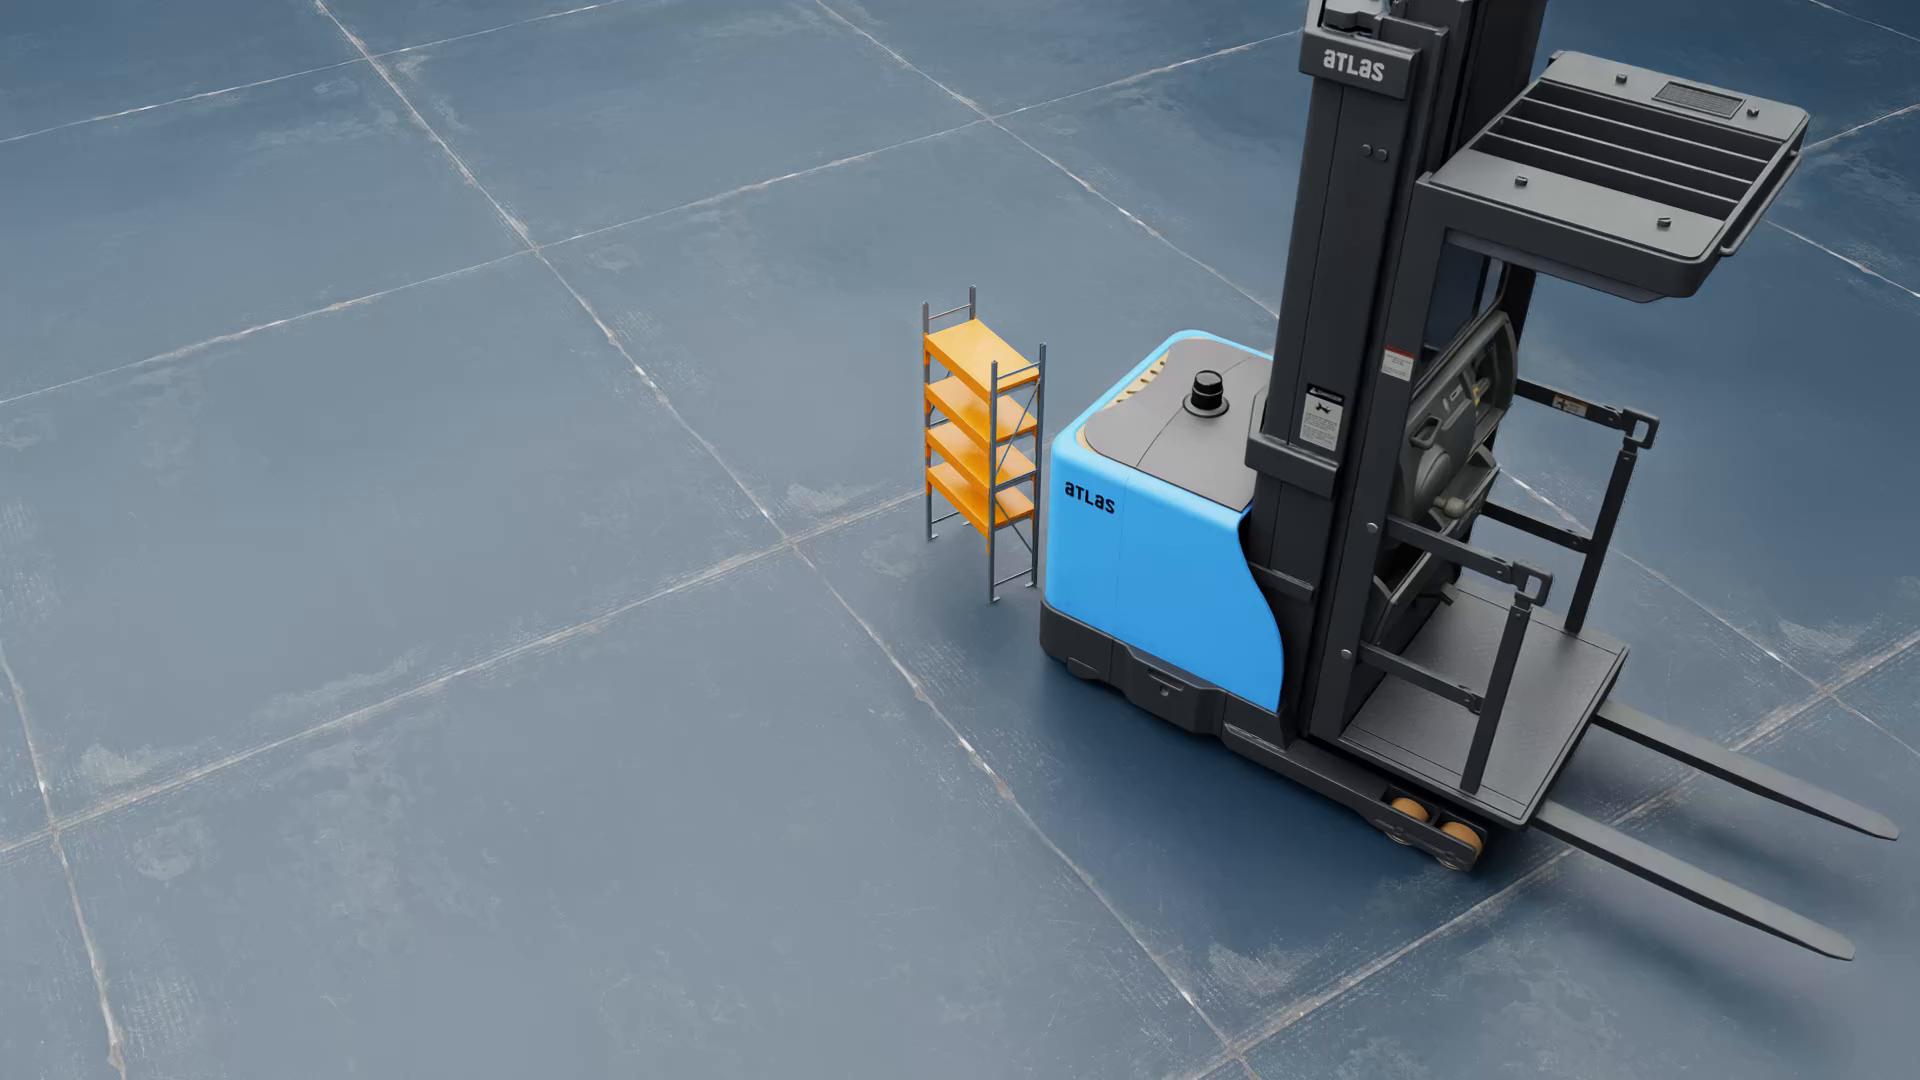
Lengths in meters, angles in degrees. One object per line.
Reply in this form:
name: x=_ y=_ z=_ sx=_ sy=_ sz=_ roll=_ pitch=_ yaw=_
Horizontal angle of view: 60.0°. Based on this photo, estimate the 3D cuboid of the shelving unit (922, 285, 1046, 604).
shelving unit: x=0.089 y=-0.372 z=6.759 sx=0.258 sy=1.200 sz=0.503 roll=-22 pitch=45 yaw=-24

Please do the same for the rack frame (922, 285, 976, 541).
rack frame: x=-0.042 y=-0.503 z=6.917 sx=0.240 sy=1.200 sz=0.015 roll=-22 pitch=45 yaw=-24

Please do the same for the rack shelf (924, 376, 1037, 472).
rack shelf: x=0.089 y=-0.492 z=6.659 sx=0.258 sy=0.148 sz=0.480 roll=-22 pitch=45 yaw=-24

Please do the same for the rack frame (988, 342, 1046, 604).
rack frame: x=0.220 y=-0.240 z=6.601 sx=0.240 sy=1.200 sz=0.015 roll=-22 pitch=45 yaw=-24

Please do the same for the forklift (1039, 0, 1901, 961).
forklift: x=1.809 y=-0.356 z=5.387 sx=3.031 sy=2.935 sz=1.130 roll=25 pitch=46 yaw=27

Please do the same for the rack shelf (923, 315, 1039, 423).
rack shelf: x=0.089 y=-0.673 z=6.507 sx=0.258 sy=0.148 sz=0.480 roll=-22 pitch=45 yaw=-24

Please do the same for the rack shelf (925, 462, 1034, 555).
rack shelf: x=0.089 y=-0.167 z=6.929 sx=0.258 sy=0.148 sz=0.480 roll=-22 pitch=45 yaw=-24

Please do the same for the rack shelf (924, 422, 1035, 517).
rack shelf: x=0.089 y=-0.320 z=6.802 sx=0.258 sy=0.148 sz=0.480 roll=-22 pitch=45 yaw=-24
